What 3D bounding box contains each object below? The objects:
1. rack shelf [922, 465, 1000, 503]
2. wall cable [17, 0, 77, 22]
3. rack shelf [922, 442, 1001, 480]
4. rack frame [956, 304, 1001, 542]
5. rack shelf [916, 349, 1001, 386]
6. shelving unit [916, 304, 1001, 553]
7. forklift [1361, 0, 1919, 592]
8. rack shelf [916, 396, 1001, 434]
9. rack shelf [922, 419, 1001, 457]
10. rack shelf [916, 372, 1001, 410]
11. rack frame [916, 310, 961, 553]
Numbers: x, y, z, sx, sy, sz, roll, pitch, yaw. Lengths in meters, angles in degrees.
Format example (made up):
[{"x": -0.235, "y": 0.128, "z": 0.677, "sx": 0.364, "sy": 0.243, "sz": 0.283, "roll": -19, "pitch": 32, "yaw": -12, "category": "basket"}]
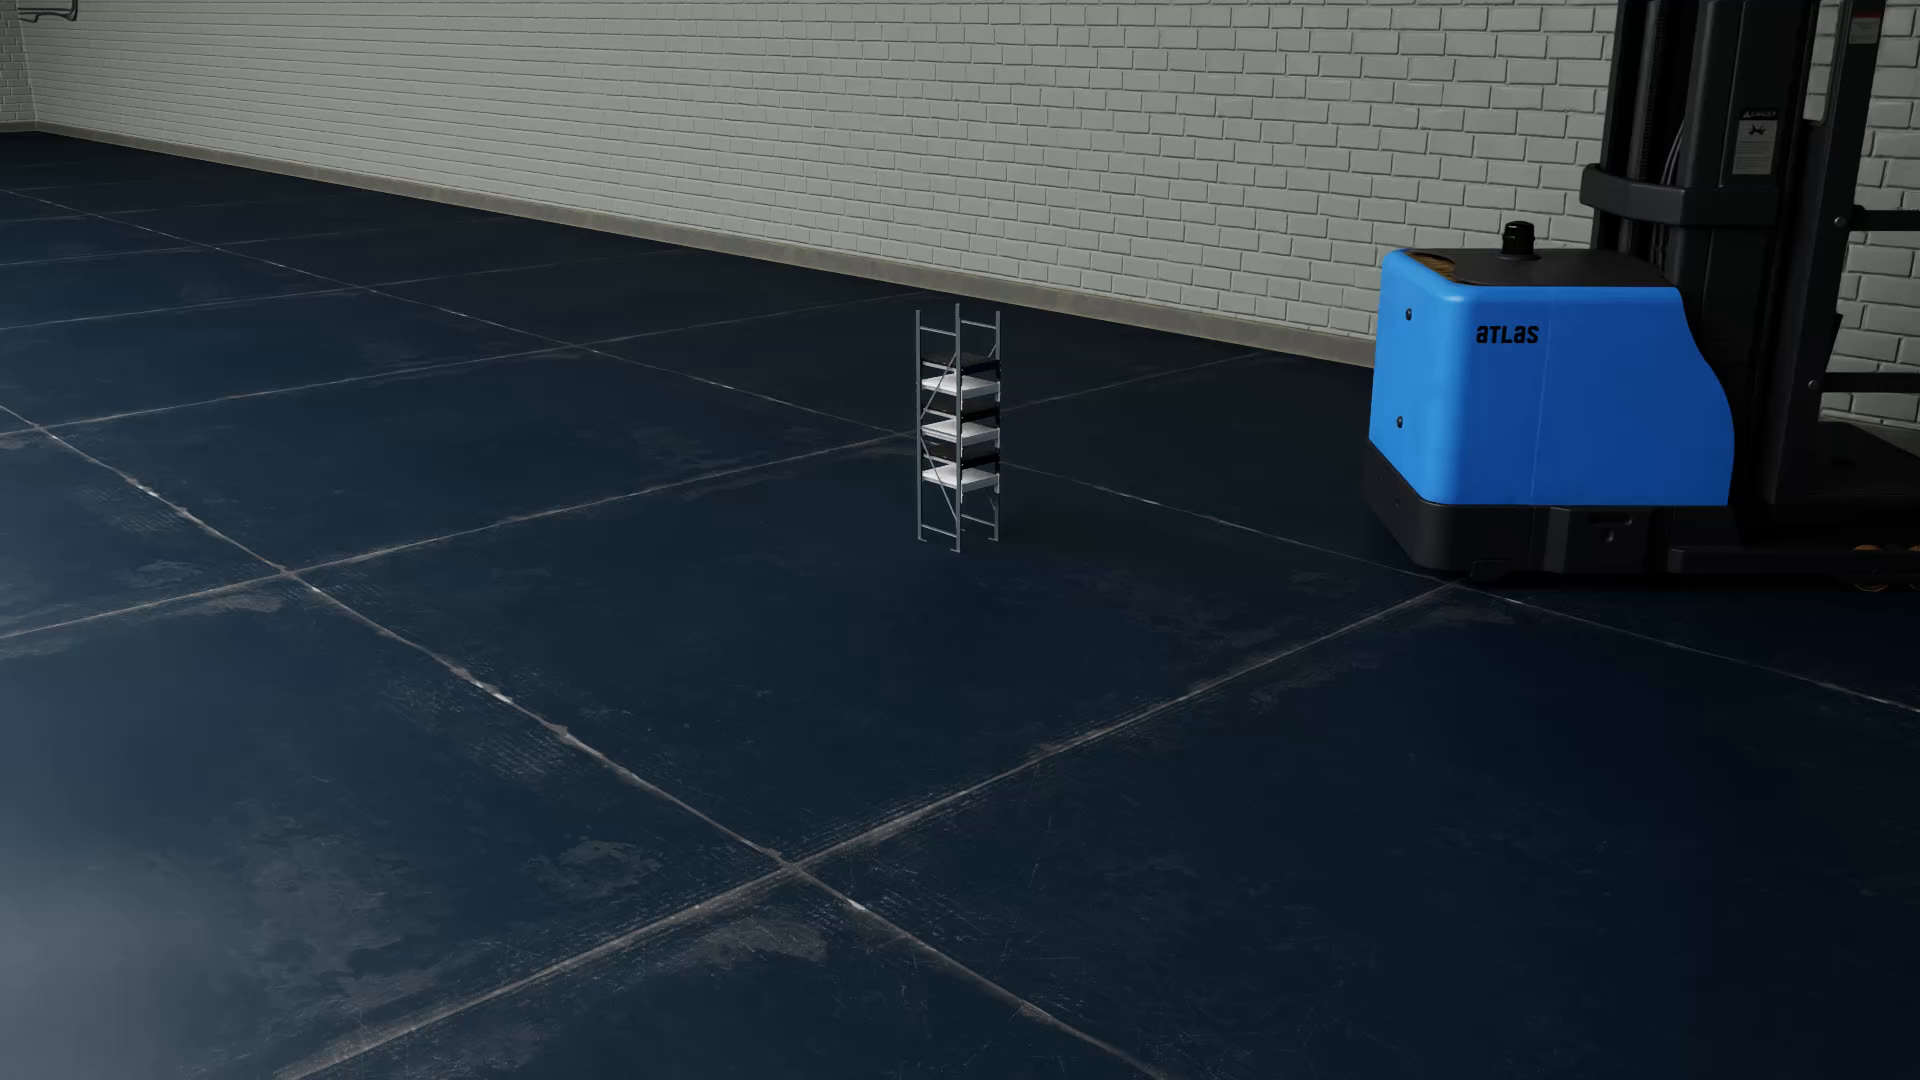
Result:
[{"x": -0.006, "y": -0.223, "z": 6.406, "sx": 0.200, "sy": 0.077, "sz": 0.258, "roll": -16, "pitch": 24, "yaw": -41, "category": "rack shelf"}, {"x": -13.951, "y": -9.095, "z": 24.981, "sx": 0.112, "sy": 2.526, "sz": 3.097, "roll": -16, "pitch": 24, "yaw": -41, "category": "wall cable"}, {"x": -0.006, "y": -0.309, "z": 6.379, "sx": 0.200, "sy": 0.077, "sz": 0.258, "roll": -16, "pitch": 24, "yaw": -41, "category": "rack shelf"}, {"x": 0.068, "y": -0.448, "z": 6.407, "sx": 0.006, "sy": 0.900, "sz": 0.240, "roll": -16, "pitch": 24, "yaw": -41, "category": "rack frame"}, {"x": -0.006, "y": -0.651, "z": 6.268, "sx": 0.200, "sy": 0.077, "sz": 0.258, "roll": -16, "pitch": 24, "yaw": -41, "category": "rack shelf"}, {"x": -0.006, "y": -0.426, "z": 6.341, "sx": 0.210, "sy": 0.900, "sz": 0.258, "roll": -16, "pitch": 24, "yaw": -41, "category": "shelving unit"}, {"x": 3.155, "y": -1.373, "z": 5.969, "sx": 3.031, "sy": 2.935, "sz": 1.130, "roll": 0, "pitch": 18, "yaw": 1, "category": "forklift"}, {"x": -0.006, "y": -0.480, "z": 6.323, "sx": 0.200, "sy": 0.077, "sz": 0.258, "roll": -16, "pitch": 24, "yaw": -41, "category": "rack shelf"}, {"x": -0.006, "y": -0.395, "z": 6.351, "sx": 0.200, "sy": 0.077, "sz": 0.258, "roll": -16, "pitch": 24, "yaw": -41, "category": "rack shelf"}, {"x": -0.006, "y": -0.566, "z": 6.295, "sx": 0.200, "sy": 0.077, "sz": 0.258, "roll": -16, "pitch": 24, "yaw": -41, "category": "rack shelf"}, {"x": -0.080, "y": -0.405, "z": 6.274, "sx": 0.006, "sy": 0.900, "sz": 0.240, "roll": -16, "pitch": 24, "yaw": -41, "category": "rack frame"}]
